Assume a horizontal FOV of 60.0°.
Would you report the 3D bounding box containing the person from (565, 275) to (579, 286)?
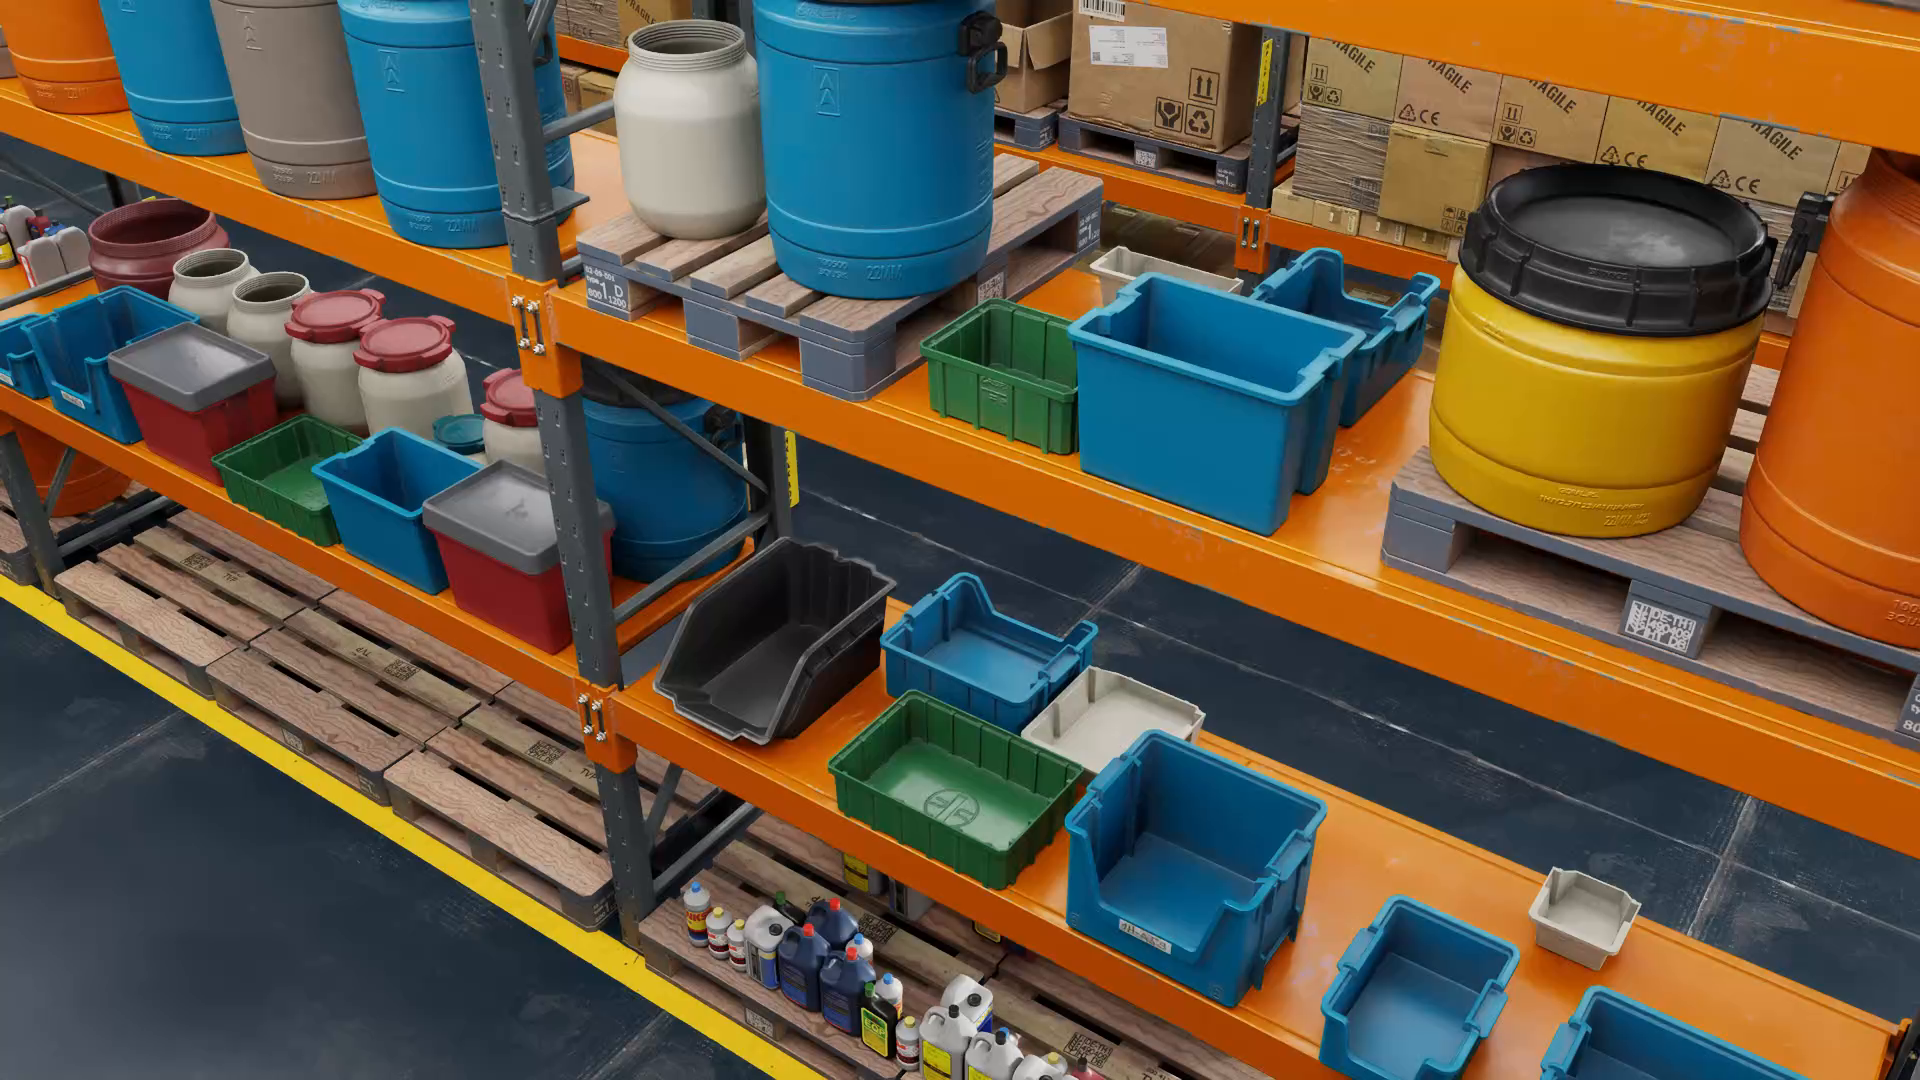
[{"bbox_3d":[-2.680,-2.186,10.338,0.601,1.839,0.571,-29,44,-35],"label":"person"}]
